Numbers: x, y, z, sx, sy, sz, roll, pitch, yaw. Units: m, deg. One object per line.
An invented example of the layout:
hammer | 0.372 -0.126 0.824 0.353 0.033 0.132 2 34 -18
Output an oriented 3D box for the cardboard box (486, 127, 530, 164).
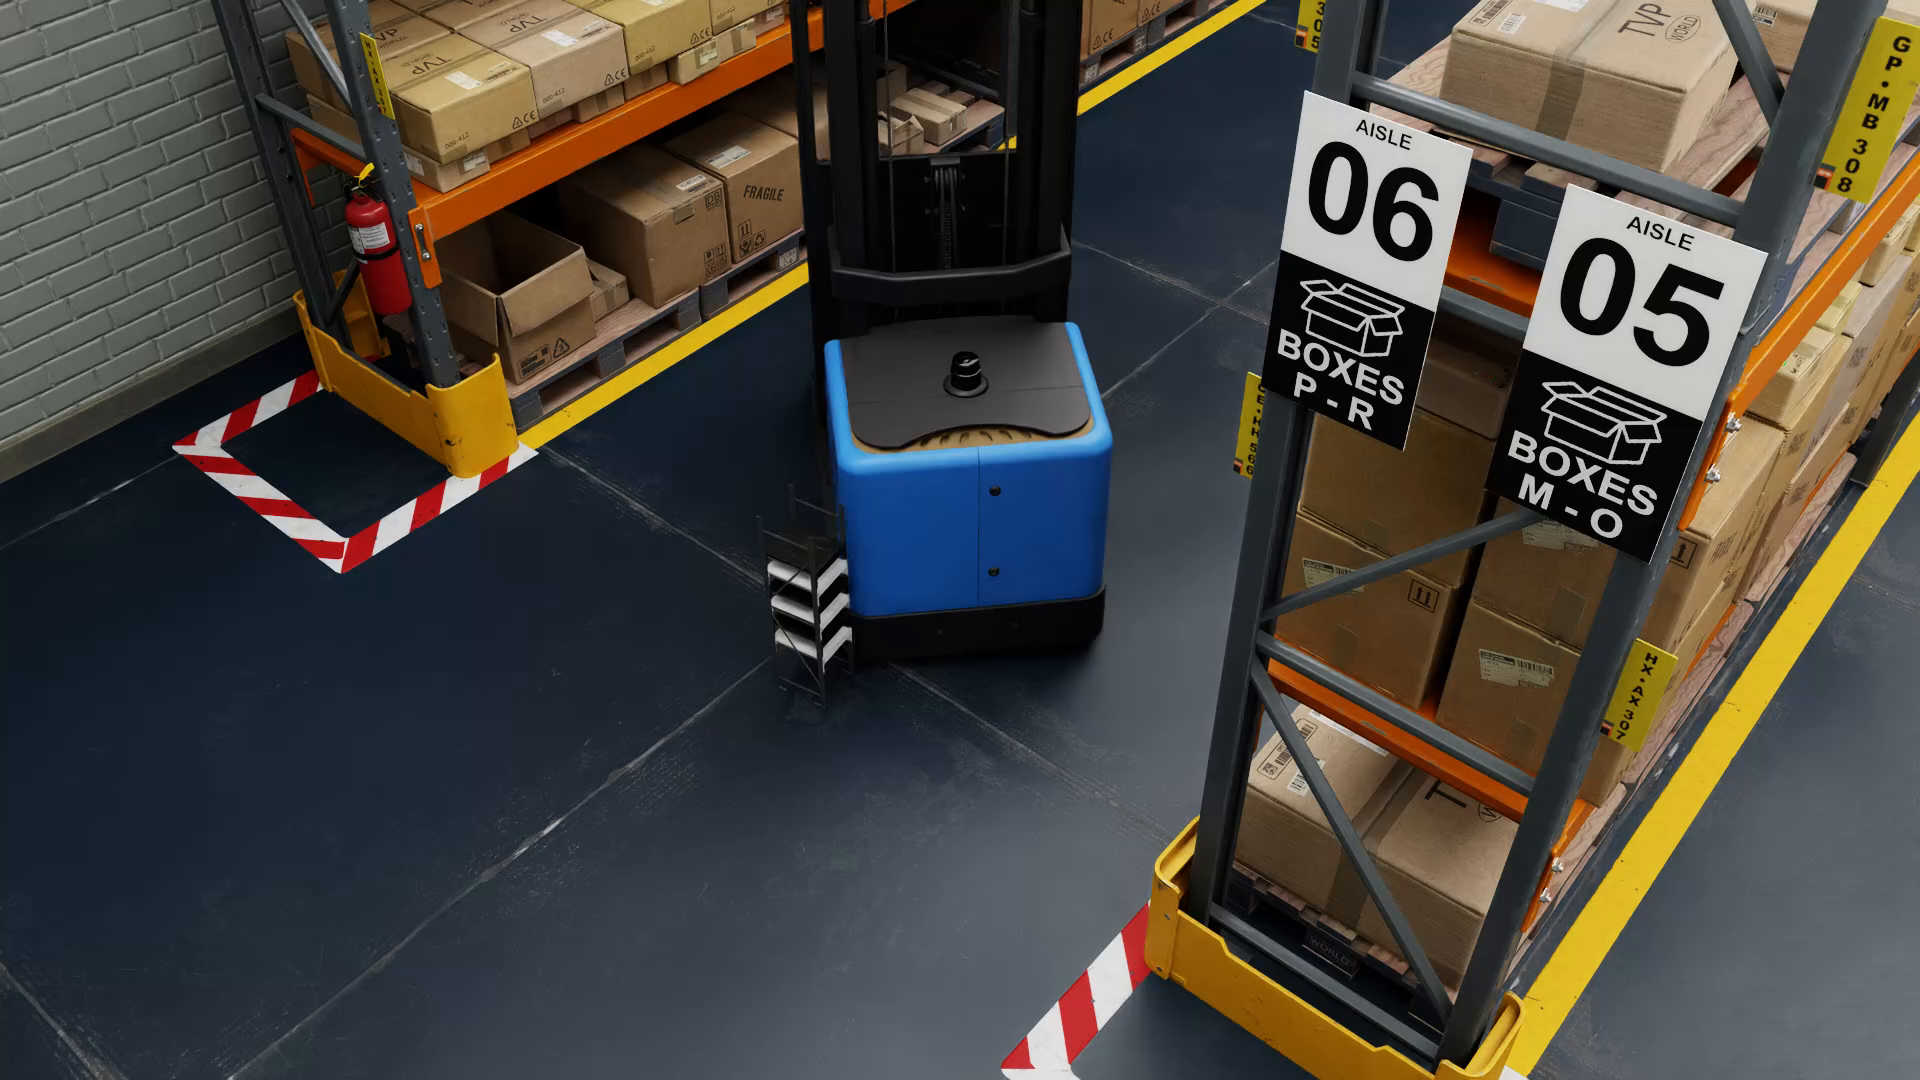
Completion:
cardboard box | -2.078 -1.781 7.166 0.380 0.149 0.250 31 51 29

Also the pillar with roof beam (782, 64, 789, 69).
pillar with roof beam | 2.103 -4.120 5.092 9.100 9.000 0.400 29 50 28

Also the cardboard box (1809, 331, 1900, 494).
cardboard box | 2.657 -0.477 5.471 0.500 0.500 0.500 31 51 30

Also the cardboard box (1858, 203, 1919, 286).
cardboard box | 2.460 -0.897 4.707 0.380 0.149 0.250 30 50 29

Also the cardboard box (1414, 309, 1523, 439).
cardboard box | 1.251 -0.444 4.209 0.380 0.149 0.250 30 50 29

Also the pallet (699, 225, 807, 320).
pallet | -1.282 -1.716 8.981 1.003 0.211 1.213 29 50 28

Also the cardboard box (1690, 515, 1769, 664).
cardboard box | 2.006 0.042 4.900 0.500 0.500 0.500 29 50 28

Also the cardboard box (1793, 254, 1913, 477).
cardboard box | 2.353 -0.594 4.856 0.500 0.500 0.500 29 50 28

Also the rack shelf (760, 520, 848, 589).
rack shelf | -0.579 0.052 6.172 0.258 0.077 0.200 21 46 22

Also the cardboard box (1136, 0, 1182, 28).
cardboard box | 1.089 -3.648 10.579 0.500 0.500 0.500 28 49 27

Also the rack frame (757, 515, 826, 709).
rack frame | -0.630 0.286 6.266 0.240 0.900 0.006 21 46 22

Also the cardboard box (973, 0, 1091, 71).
cardboard box | 0.429 -3.115 9.992 0.500 0.500 0.500 32 51 30

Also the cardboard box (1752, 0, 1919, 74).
cardboard box | 2.050 -1.196 3.906 0.380 0.149 0.250 31 51 30

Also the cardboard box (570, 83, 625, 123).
cardboard box | -1.726 -2.035 7.446 0.380 0.149 0.250 31 51 30

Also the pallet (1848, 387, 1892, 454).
pallet | 4.186 -0.984 8.175 1.003 0.211 1.213 29 50 28

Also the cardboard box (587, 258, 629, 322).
cardboard box | -1.859 -1.249 8.201 0.380 0.149 0.250 28 49 27

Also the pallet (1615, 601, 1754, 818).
pallet | 2.413 0.435 6.615 1.003 0.211 1.213 29 50 28

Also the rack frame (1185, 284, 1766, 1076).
rack frame | 1.173 0.474 4.499 1.000 3.000 0.127 29 50 28

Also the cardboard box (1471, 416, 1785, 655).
cardboard box | 1.700 -0.057 4.265 0.500 0.500 0.500 28 49 28

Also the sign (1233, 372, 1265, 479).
sign | 0.767 -0.284 4.296 0.100 0.325 0.005 29 50 28

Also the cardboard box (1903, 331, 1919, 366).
cardboard box | 3.318 -1.006 6.052 0.500 0.500 0.500 28 49 28

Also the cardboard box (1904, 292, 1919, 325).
cardboard box | 3.002 -1.106 5.419 0.500 0.500 0.500 30 50 29

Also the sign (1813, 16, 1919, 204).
sign | 1.594 -0.745 2.901 0.100 0.325 0.005 29 50 28

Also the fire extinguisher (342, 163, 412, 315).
fire extinguisher | -2.369 -1.230 6.708 0.296 0.674 0.183 29 50 28

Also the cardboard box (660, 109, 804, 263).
cardboard box | -1.165 -1.830 8.578 0.500 0.500 0.500 30 50 29

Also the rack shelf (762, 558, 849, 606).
rack shelf | -0.579 0.118 6.233 0.258 0.077 0.200 21 46 22

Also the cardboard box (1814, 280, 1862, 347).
cardboard box | 2.138 -0.629 4.412 0.380 0.149 0.250 28 49 27

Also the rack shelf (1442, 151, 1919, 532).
rack shelf | 2.460 -1.399 4.864 1.077 0.370 4.000 29 50 28

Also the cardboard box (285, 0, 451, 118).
cardboard box | -2.535 -2.079 7.197 0.500 0.250 0.500 31 51 30

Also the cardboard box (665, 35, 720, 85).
cardboard box | -1.340 -2.272 7.706 0.380 0.149 0.250 28 49 27

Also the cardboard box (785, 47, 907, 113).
cardboard box | -0.660 -2.655 9.627 0.500 0.311 0.500 31 51 30

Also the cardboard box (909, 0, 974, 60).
cardboard box | 0.036 -3.344 10.244 0.500 0.500 0.500 29 50 28

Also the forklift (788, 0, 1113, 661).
forklift | -0.120 -1.595 6.825 1.130 2.935 3.031 -5 43 -5

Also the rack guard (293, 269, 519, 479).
rack guard | -2.579 -0.787 7.744 1.175 0.500 0.348 29 50 28

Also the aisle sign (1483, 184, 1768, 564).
aisle sign | 1.349 -0.325 3.445 0.394 0.787 0.004 29 50 28

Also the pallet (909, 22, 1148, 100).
pallet | 0.440 -3.136 10.542 1.003 0.211 1.213 29 50 28

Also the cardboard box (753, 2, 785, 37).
cardboard box | -1.073 -2.579 8.044 0.380 0.149 0.250 29 50 28

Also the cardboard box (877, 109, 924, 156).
cardboard box | -0.418 -2.278 9.246 0.396 0.266 0.258 31 51 30

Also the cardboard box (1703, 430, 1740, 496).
cardboard box | 1.614 -0.236 3.980 0.380 0.149 0.250 31 50 29

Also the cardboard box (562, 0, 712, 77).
cardboard box | -1.482 -2.367 7.513 0.500 0.250 0.500 29 49 28

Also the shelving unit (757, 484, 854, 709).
shelving unit | -0.579 0.227 6.331 0.258 0.900 0.210 21 46 22

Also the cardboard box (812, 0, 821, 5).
cardboard box | -0.698 -2.811 8.299 0.380 0.149 0.250 29 50 28

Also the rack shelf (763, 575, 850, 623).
rack shelf | -0.579 0.185 6.293 0.258 0.077 0.200 21 46 22

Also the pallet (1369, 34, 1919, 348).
pallet | 1.643 -0.989 3.945 1.003 0.211 1.213 29 50 28

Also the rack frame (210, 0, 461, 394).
rack frame | -2.628 -1.673 6.860 1.000 3.000 0.127 29 50 28

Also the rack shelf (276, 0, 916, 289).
rack shelf | -1.341 -2.437 8.235 1.077 0.370 4.000 29 50 28

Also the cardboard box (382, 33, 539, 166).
cardboard box | -2.130 -1.844 6.939 0.500 0.250 0.500 30 50 29
